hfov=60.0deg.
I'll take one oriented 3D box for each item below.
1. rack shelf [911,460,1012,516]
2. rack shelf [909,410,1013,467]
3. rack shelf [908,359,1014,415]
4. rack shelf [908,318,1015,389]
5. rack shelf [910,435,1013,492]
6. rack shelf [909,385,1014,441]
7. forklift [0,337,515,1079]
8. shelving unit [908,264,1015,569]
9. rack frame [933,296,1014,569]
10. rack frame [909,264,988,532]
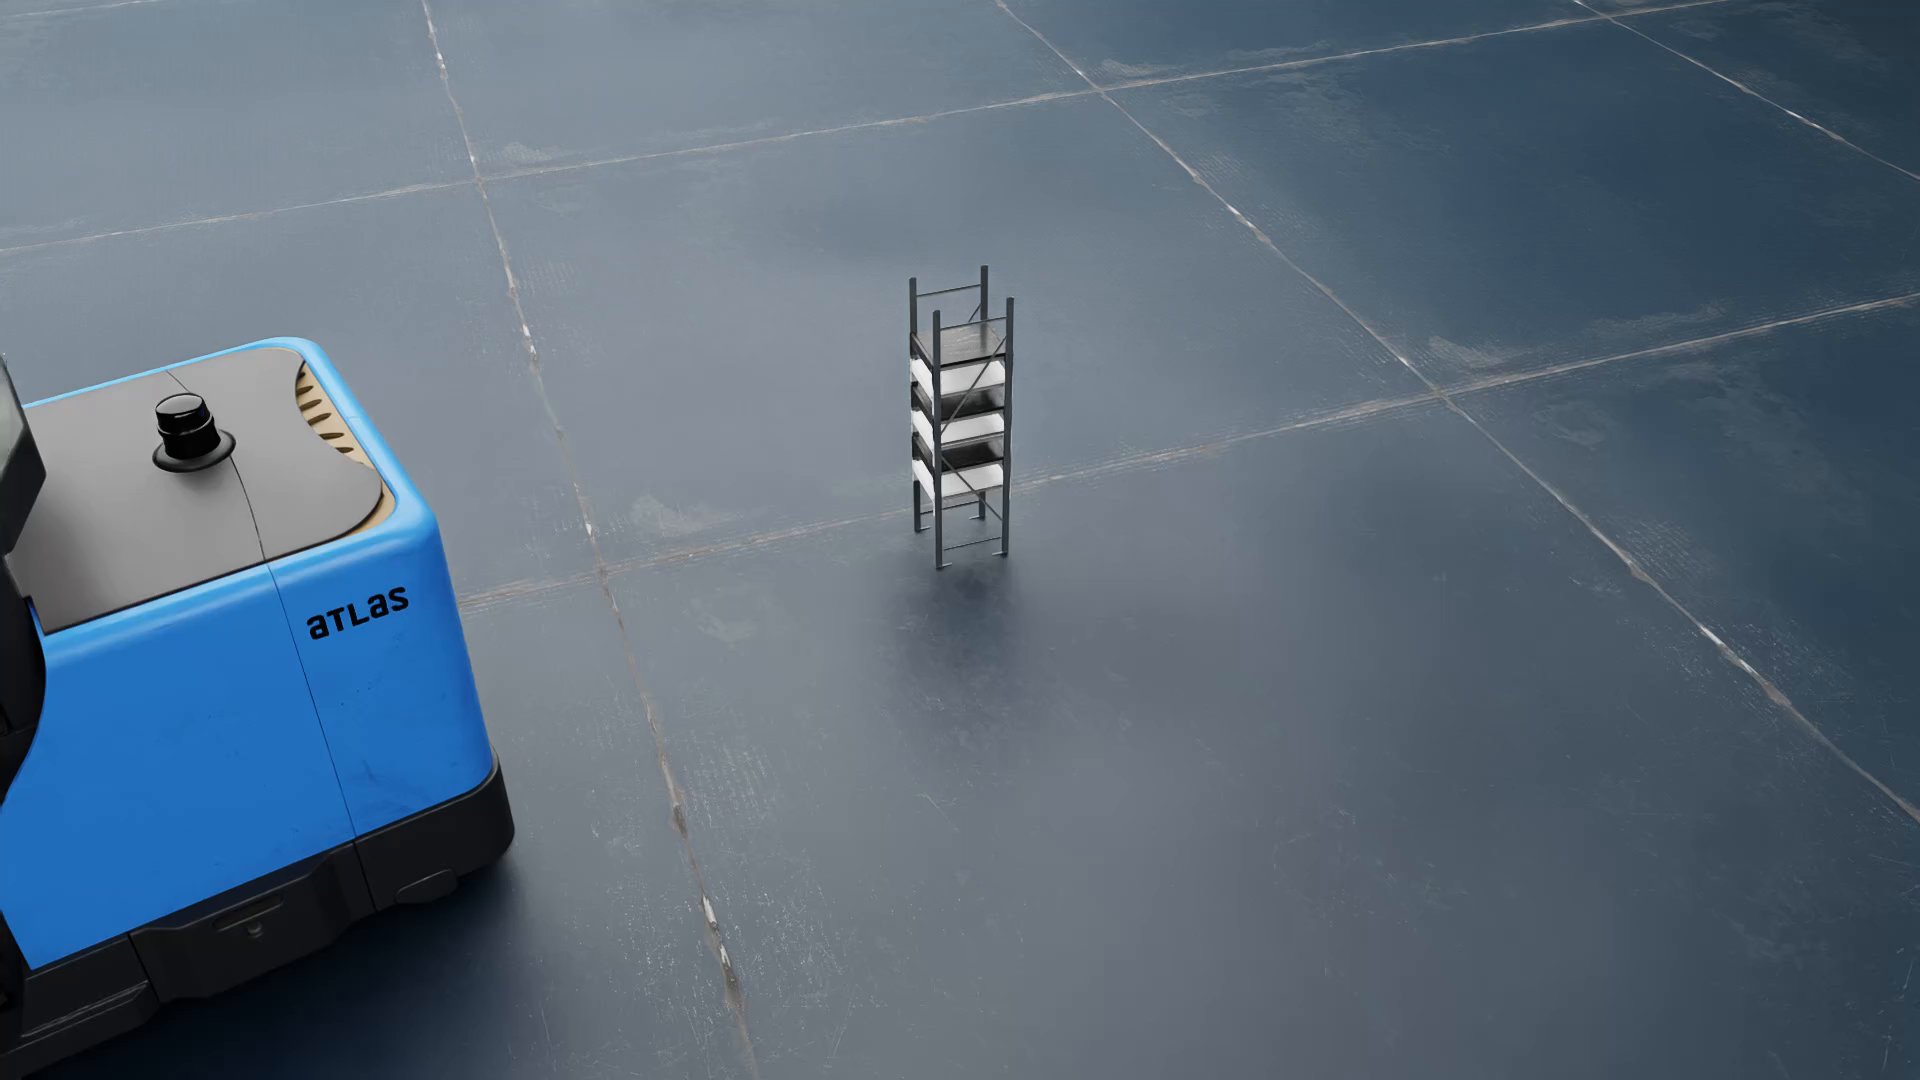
[{"bbox_3d":[0.003,-0.184,5.102,0.258,0.077,0.200,-12,39,-16],"label":"rack shelf"},{"bbox_3d":[0.003,-0.328,4.993,0.258,0.077,0.200,-12,39,-16],"label":"rack shelf"},{"bbox_3d":[0.003,-0.472,4.885,0.258,0.077,0.200,-12,39,-16],"label":"rack shelf"},{"bbox_3d":[0.003,-0.544,4.831,0.258,0.077,0.200,-12,39,-16],"label":"rack shelf"},{"bbox_3d":[0.003,-0.256,5.047,0.258,0.077,0.200,-12,39,-16],"label":"rack shelf"},{"bbox_3d":[0.003,-0.400,4.939,0.258,0.077,0.200,-12,39,-16],"label":"rack shelf"},{"bbox_3d":[-2.626,-0.118,2.970,3.031,2.935,1.130,-21,42,-26],"label":"forklift"},{"bbox_3d":[0.003,-0.355,4.973,0.258,0.900,0.210,-12,39,-16],"label":"shelving unit"},{"bbox_3d":[0.038,-0.297,4.897,0.240,0.900,0.006,-12,39,-16],"label":"rack frame"},{"bbox_3d":[-0.032,-0.412,5.049,0.240,0.900,0.006,-12,39,-16],"label":"rack frame"}]
